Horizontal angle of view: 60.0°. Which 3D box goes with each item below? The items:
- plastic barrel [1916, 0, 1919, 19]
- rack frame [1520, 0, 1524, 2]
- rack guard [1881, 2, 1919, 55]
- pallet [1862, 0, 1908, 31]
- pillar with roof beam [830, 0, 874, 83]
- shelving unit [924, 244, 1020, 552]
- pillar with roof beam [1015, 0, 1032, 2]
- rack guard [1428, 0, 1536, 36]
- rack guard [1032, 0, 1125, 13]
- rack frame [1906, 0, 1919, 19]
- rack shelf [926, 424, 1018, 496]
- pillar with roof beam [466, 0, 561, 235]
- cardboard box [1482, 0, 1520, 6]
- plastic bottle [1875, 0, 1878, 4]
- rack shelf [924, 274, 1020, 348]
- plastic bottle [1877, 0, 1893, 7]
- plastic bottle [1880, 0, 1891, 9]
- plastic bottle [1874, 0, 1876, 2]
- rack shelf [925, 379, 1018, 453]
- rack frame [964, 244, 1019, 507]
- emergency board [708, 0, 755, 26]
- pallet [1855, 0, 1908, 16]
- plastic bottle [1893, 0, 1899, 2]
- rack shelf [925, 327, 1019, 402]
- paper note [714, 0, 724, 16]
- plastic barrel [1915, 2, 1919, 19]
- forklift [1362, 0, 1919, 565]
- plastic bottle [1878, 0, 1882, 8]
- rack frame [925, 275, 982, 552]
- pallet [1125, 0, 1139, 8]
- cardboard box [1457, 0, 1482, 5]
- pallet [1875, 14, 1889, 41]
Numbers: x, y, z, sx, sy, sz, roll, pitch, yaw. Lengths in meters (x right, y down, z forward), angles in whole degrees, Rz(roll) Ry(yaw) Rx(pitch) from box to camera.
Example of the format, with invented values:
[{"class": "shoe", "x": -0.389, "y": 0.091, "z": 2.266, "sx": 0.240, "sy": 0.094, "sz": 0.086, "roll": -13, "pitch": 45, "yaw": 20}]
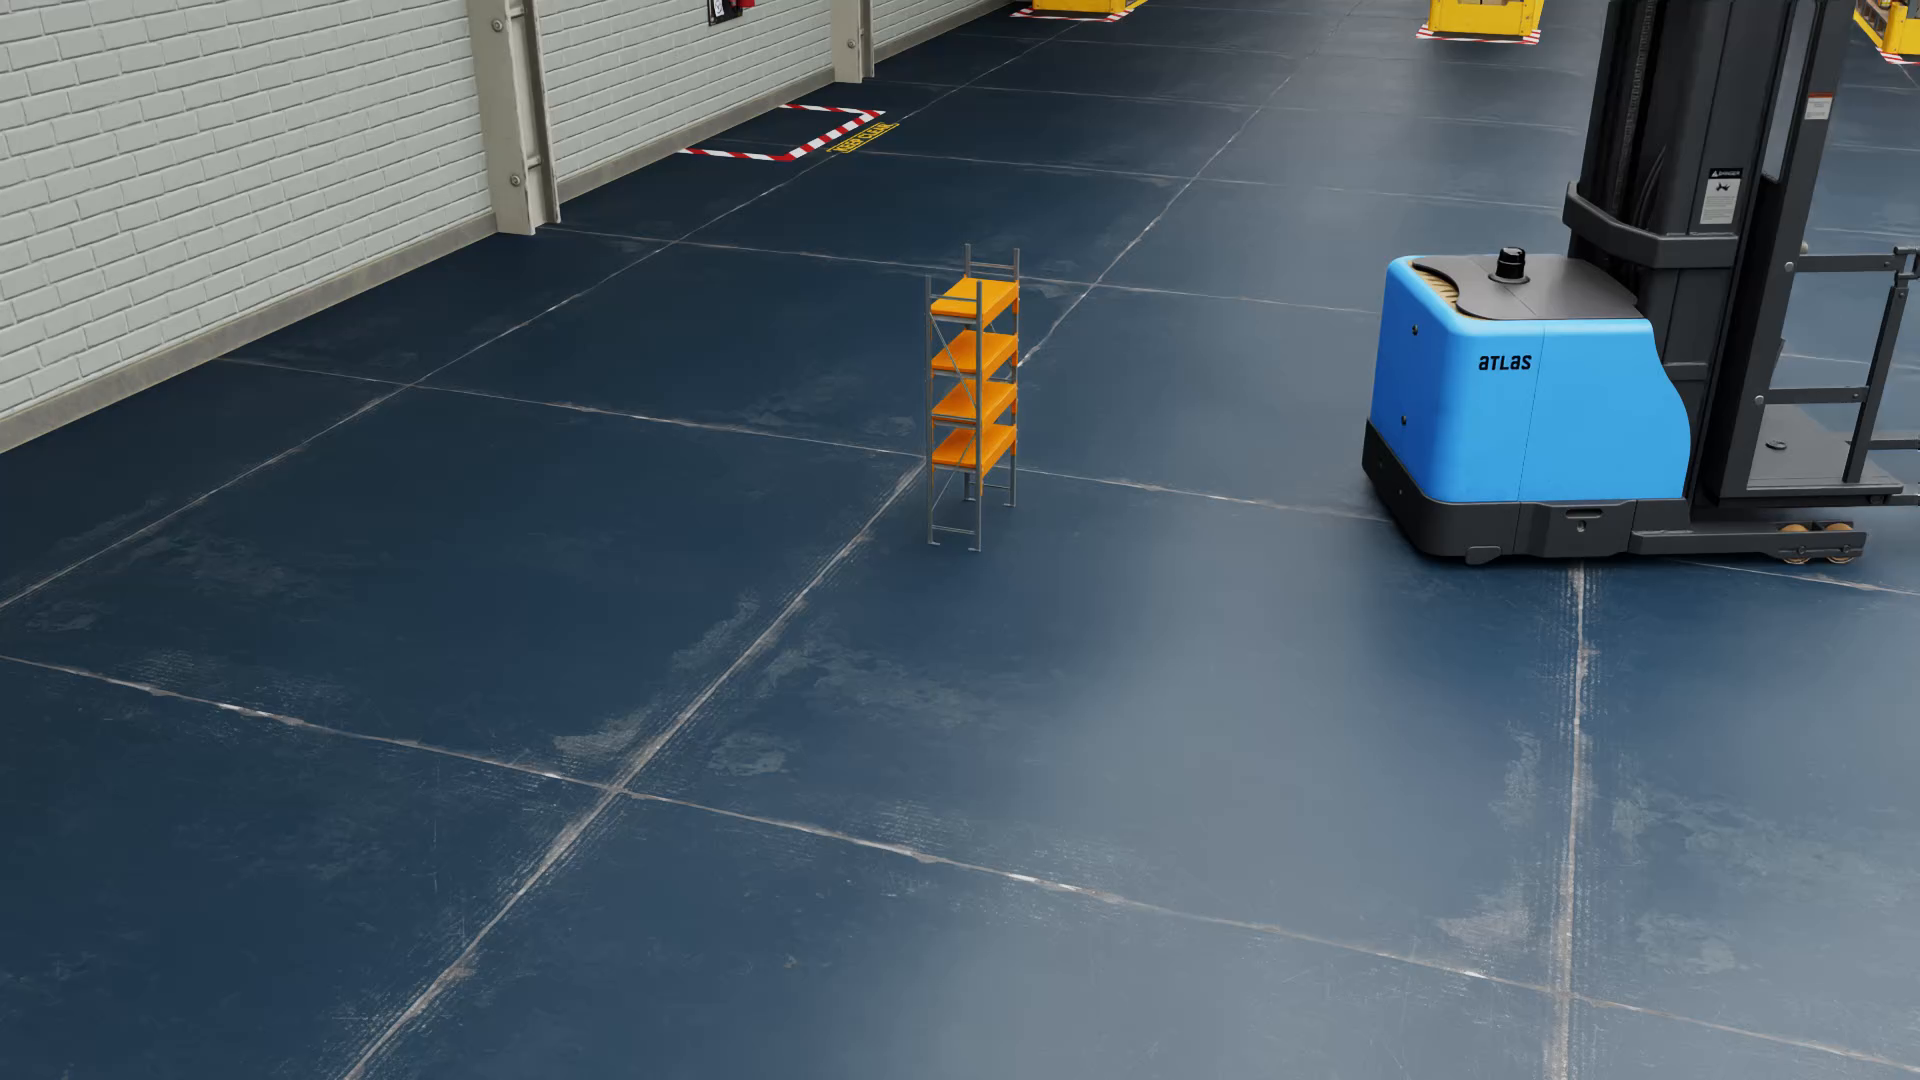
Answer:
[{"class": "plastic barrel", "x": 10.979, "y": -6.023, "z": 18.621, "sx": 0.421, "sy": 0.512, "sz": 0.421, "roll": 0, "pitch": 26, "yaw": 0}, {"class": "rack frame", "x": 6.162, "y": -7.392, "z": 19.076, "sx": 1.000, "sy": 3.000, "sz": 0.127, "roll": 9, "pitch": 27, "yaw": 17}, {"class": "rack guard", "x": 10.813, "y": -5.586, "z": 18.213, "sx": 1.175, "sy": 0.500, "sz": 0.348, "roll": 9, "pitch": 27, "yaw": 17}, {"class": "pallet", "x": 11.496, "y": -6.288, "z": 19.996, "sx": 1.003, "sy": 0.211, "sz": 1.213, "roll": 9, "pitch": 27, "yaw": 17}, {"class": "pillar with roof beam", "x": 2.970, "y": -8.133, "z": 13.721, "sx": 9.100, "sy": 9.000, "sz": 0.400, "roll": 9, "pitch": 27, "yaw": 17}, {"class": "shelving unit", "x": 0.055, "y": -0.608, "z": 7.129, "sx": 0.258, "sy": 1.200, "sz": 0.503, "roll": 9, "pitch": 27, "yaw": 17}, {"class": "pillar with roof beam", "x": 4.966, "y": -10.598, "z": 18.813, "sx": 9.100, "sy": 9.000, "sz": 0.400, "roll": 9, "pitch": 27, "yaw": 17}, {"class": "rack guard", "x": 6.154, "y": -6.258, "z": 19.600, "sx": 1.175, "sy": 0.500, "sz": 0.348, "roll": 9, "pitch": 27, "yaw": 17}, {"class": "rack guard", "x": 1.515, "y": -7.015, "z": 21.166, "sx": 1.175, "sy": 0.500, "sz": 0.348, "roll": 9, "pitch": 27, "yaw": 17}, {"class": "rack frame", "x": 10.832, "y": -6.673, "z": 17.589, "sx": 1.000, "sy": 3.000, "sz": 0.127, "roll": 9, "pitch": 27, "yaw": 17}, {"class": "rack shelf", "x": 0.055, "y": -0.369, "z": 7.245, "sx": 0.258, "sy": 0.148, "sz": 0.480, "roll": 9, "pitch": 27, "yaw": 17}, {"class": "pillar with roof beam", "x": 0.973, "y": -5.667, "z": 8.628, "sx": 9.100, "sy": 9.000, "sz": 0.400, "roll": 9, "pitch": 27, "yaw": 17}, {"class": "cardboard box", "x": 6.550, "y": -6.532, "z": 19.972, "sx": 0.500, "sy": 0.250, "sz": 0.500, "roll": 9, "pitch": 27, "yaw": 17}, {"class": "plastic bottle", "x": 11.186, "y": -6.620, "z": 20.101, "sx": 0.152, "sy": 0.276, "sz": 0.135, "roll": 8, "pitch": 27, "yaw": 16}, {"class": "rack shelf", "x": 0.055, "y": -0.962, "z": 6.958, "sx": 0.258, "sy": 0.148, "sz": 0.480, "roll": 9, "pitch": 27, "yaw": 17}, {"class": "plastic bottle", "x": 11.139, "y": -6.563, "z": 19.983, "sx": 0.152, "sy": 0.276, "sz": 0.135, "roll": 9, "pitch": 27, "yaw": 18}, {"class": "plastic bottle", "x": 11.030, "y": -6.429, "z": 19.793, "sx": 0.097, "sy": 0.201, "sz": 0.097, "roll": 0, "pitch": 26, "yaw": 0}, {"class": "plastic bottle", "x": 11.237, "y": -6.722, "z": 20.226, "sx": 0.144, "sy": 0.351, "sz": 0.185, "roll": 10, "pitch": 28, "yaw": 20}, {"class": "rack shelf", "x": 0.055, "y": -0.548, "z": 7.158, "sx": 0.258, "sy": 0.148, "sz": 0.480, "roll": 9, "pitch": 27, "yaw": 17}, {"class": "rack frame", "x": 0.136, "y": -0.708, "z": 7.336, "sx": 0.240, "sy": 1.200, "sz": 0.015, "roll": 9, "pitch": 27, "yaw": 17}, {"class": "emergency board", "x": -1.948, "y": -5.047, "z": 14.231, "sx": 0.194, "sy": 1.169, "sz": 0.643, "roll": 9, "pitch": 27, "yaw": 17}, {"class": "pallet", "x": 11.900, "y": -6.791, "z": 21.034, "sx": 1.003, "sy": 0.211, "sz": 1.213, "roll": 9, "pitch": 27, "yaw": 17}, {"class": "plastic bottle", "x": 11.240, "y": -6.551, "z": 19.950, "sx": 0.061, "sy": 0.283, "sz": 0.133, "roll": 9, "pitch": 27, "yaw": 17}, {"class": "rack shelf", "x": 0.055, "y": -0.749, "z": 7.061, "sx": 0.258, "sy": 0.148, "sz": 0.480, "roll": 9, "pitch": 27, "yaw": 17}, {"class": "paper note", "x": -2.072, "y": -4.588, "z": 14.294, "sx": 0.016, "sy": 0.148, "sz": 0.142, "roll": 9, "pitch": 27, "yaw": 17}, {"class": "plastic barrel", "x": 11.146, "y": -6.229, "z": 19.047, "sx": 0.421, "sy": 0.512, "sz": 0.421, "roll": 0, "pitch": 26, "yaw": 0}, {"class": "forklift", "x": 3.418, "y": -1.446, "z": 6.872, "sx": 3.031, "sy": 2.935, "sz": 1.130, "roll": -1, "pitch": 26, "yaw": -3}, {"class": "plastic bottle", "x": 11.051, "y": -6.517, "z": 19.880, "sx": 0.061, "sy": 0.283, "sz": 0.133, "roll": 9, "pitch": 27, "yaw": 19}, {"class": "rack frame", "x": -0.026, "y": -0.508, "z": 6.922, "sx": 0.240, "sy": 1.200, "sz": 0.015, "roll": 9, "pitch": 27, "yaw": 17}, {"class": "pallet", "x": 1.819, "y": -7.214, "z": 21.908, "sx": 1.003, "sy": 0.211, "sz": 1.213, "roll": 9, "pitch": 27, "yaw": 17}, {"class": "cardboard box", "x": 6.062, "y": -6.607, "z": 20.127, "sx": 0.500, "sy": 0.250, "sz": 0.500, "roll": 9, "pitch": 27, "yaw": 17}, {"class": "pallet", "x": 11.088, "y": -5.789, "z": 18.964, "sx": 1.003, "sy": 0.211, "sz": 1.213, "roll": 9, "pitch": 27, "yaw": 17}]
